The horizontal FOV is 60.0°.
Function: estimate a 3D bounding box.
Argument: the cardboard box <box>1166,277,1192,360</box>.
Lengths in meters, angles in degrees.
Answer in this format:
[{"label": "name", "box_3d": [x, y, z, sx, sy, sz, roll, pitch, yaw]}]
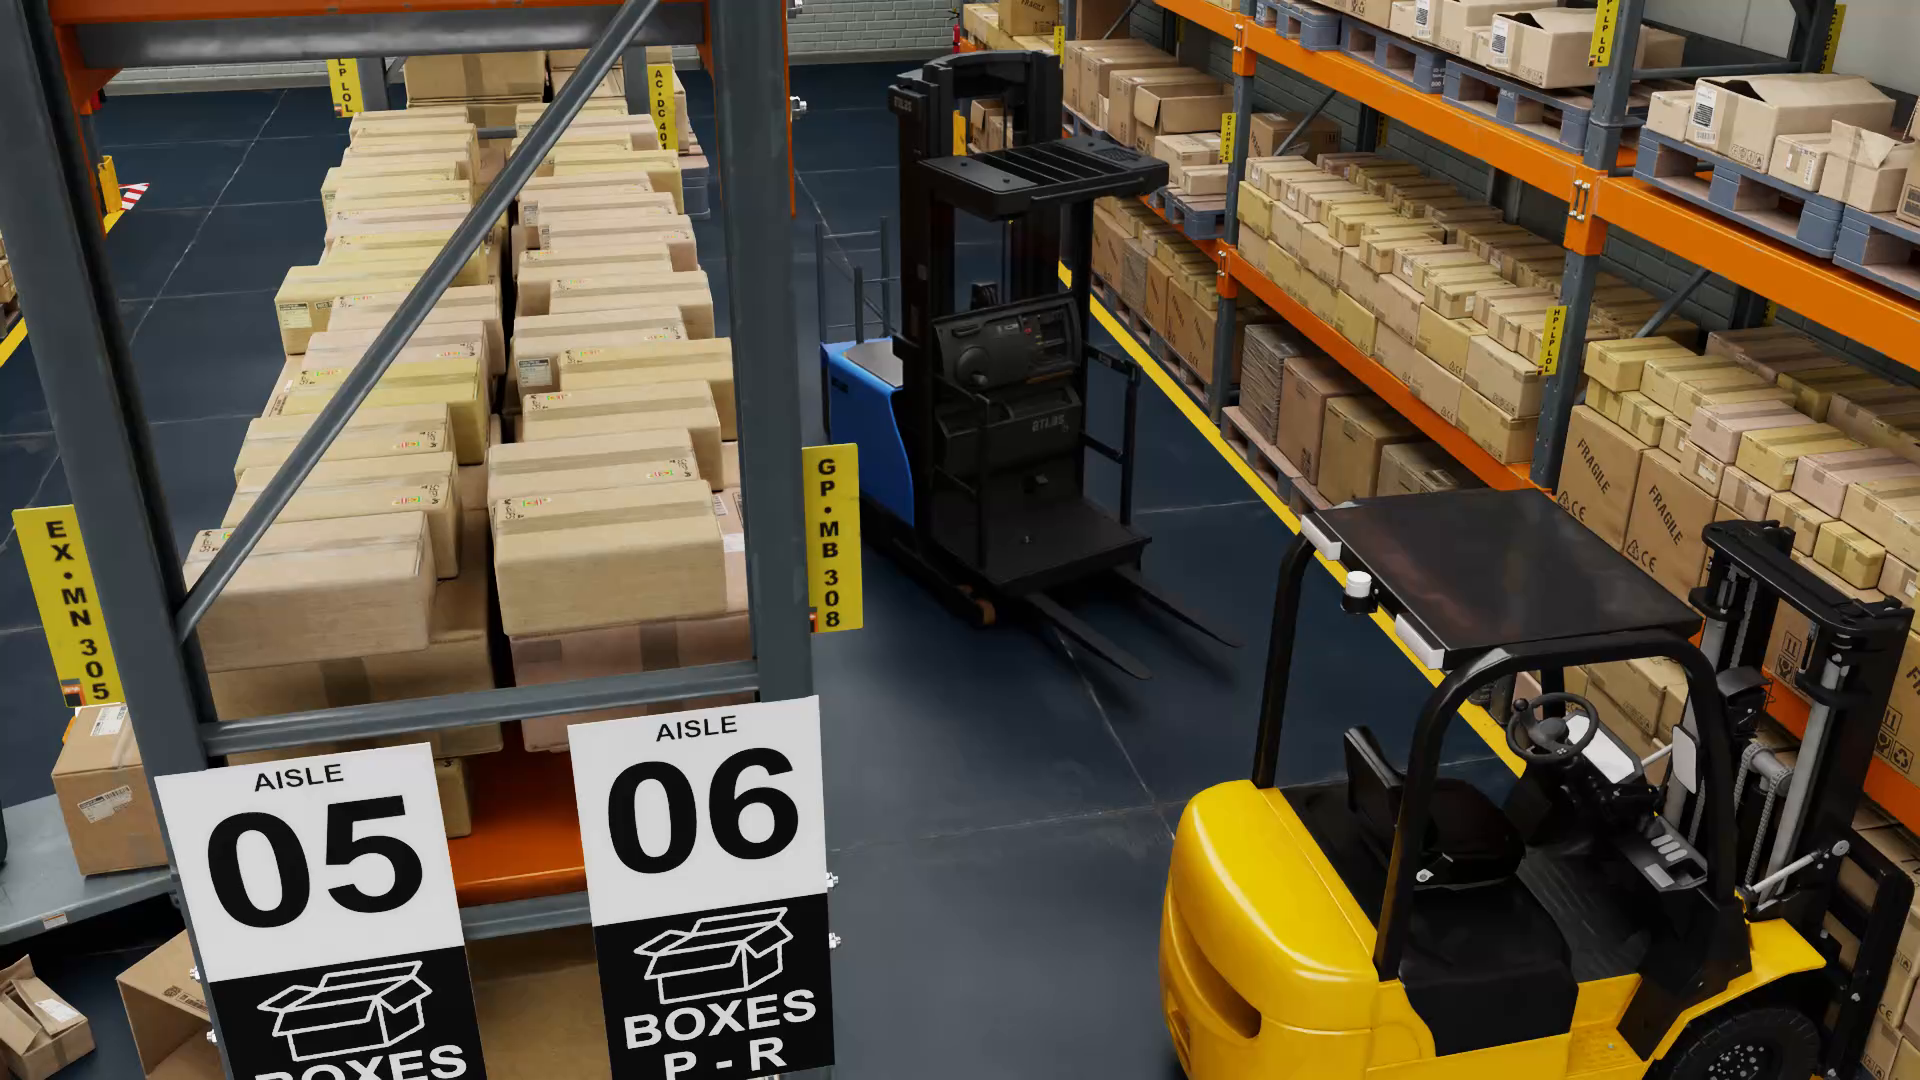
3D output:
[{"label": "cardboard box", "box_3d": [1.890, -1.688, 12.573, 0.500, 0.500, 0.500, -6, 27, -12]}]

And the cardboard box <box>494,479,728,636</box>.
[{"label": "cardboard box", "box_3d": [-0.617, 0.026, 2.934, 0.380, 0.149, 0.250, -6, 27, -12]}]

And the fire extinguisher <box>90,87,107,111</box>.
[{"label": "fire extinguisher", "box_3d": [-8.748, -4.647, 16.628, 0.296, 0.674, 0.183, -6, 27, -12]}]

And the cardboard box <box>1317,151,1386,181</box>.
[{"label": "cardboard box", "box_3d": [2.568, -2.444, 10.931, 0.380, 0.149, 0.250, -5, 27, -10]}]

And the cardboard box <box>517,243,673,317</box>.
[{"label": "cardboard box", "box_3d": [-0.929, -0.645, 4.263, 0.380, 0.149, 0.250, -5, 27, -11]}]

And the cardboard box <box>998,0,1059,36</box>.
[{"label": "cardboard box", "box_3d": [0.672, -5.259, 16.345, 0.500, 0.500, 0.500, -5, 27, -10]}]

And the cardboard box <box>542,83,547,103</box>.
[{"label": "cardboard box", "box_3d": [-2.019, -1.894, 7.045, 0.500, 0.250, 0.500, -6, 27, -11]}]

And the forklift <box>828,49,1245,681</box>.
[{"label": "forklift", "box_3d": [0.394, -1.061, 9.100, 1.130, 2.935, 3.031, -16, 31, -29]}]

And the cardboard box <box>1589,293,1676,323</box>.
[{"label": "cardboard box", "box_3d": [3.319, -1.109, 8.287, 0.380, 0.149, 0.250, -7, 28, -13]}]

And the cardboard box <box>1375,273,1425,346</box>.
[{"label": "cardboard box", "box_3d": [2.606, -1.272, 9.052, 0.500, 0.250, 0.500, -5, 27, -11]}]

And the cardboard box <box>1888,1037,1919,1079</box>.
[{"label": "cardboard box", "box_3d": [3.583, 1.927, 5.689, 0.500, 0.250, 0.500, -6, 27, -12]}]

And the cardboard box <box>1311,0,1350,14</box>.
[{"label": "cardboard box", "box_3d": [2.434, -3.293, 9.429, 0.700, 0.500, 0.500, -6, 27, -13]}]

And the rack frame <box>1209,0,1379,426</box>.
[{"label": "rack frame", "box_3d": [2.297, -2.232, 11.342, 1.000, 3.000, 0.127, -6, 27, -12]}]

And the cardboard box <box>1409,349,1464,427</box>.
[{"label": "cardboard box", "box_3d": [2.711, -0.823, 8.719, 0.500, 0.250, 0.500, -6, 27, -12]}]

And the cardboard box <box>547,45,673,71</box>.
[{"label": "cardboard box", "box_3d": [-1.500, -2.168, 7.032, 0.500, 0.250, 0.500, -7, 28, -13]}]

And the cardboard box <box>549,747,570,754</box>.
[{"label": "cardboard box", "box_3d": [-0.640, 0.274, 3.327, 0.380, 0.149, 0.250, -7, 28, -13]}]

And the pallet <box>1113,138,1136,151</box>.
[{"label": "pallet", "box_3d": [1.854, -2.999, 13.076, 1.003, 0.211, 1.213, -6, 27, -12]}]

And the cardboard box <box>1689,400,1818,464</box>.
[{"label": "cardboard box", "box_3d": [3.152, -0.432, 6.617, 0.380, 0.149, 0.250, -5, 27, -10]}]

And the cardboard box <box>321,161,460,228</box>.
[{"label": "cardboard box", "box_3d": [-1.713, -1.035, 5.037, 0.380, 0.149, 0.250, -6, 27, -12]}]

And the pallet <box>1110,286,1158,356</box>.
[{"label": "pallet", "box_3d": [1.894, -1.853, 13.687, 1.003, 0.211, 1.213, -6, 27, -12]}]

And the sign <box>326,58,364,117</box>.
[{"label": "sign", "box_3d": [-2.177, -1.658, 5.866, 0.100, 0.325, 0.005, -6, 27, -12]}]

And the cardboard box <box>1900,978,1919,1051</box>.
[{"label": "cardboard box", "box_3d": [3.583, 1.694, 5.595, 0.500, 0.250, 0.500, -6, 27, -12]}]

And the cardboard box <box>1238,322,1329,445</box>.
[{"label": "cardboard box", "box_3d": [2.424, -1.084, 11.238, 0.875, 0.625, 0.625, -5, 27, -10]}]

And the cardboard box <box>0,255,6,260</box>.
[{"label": "cardboard box", "box_3d": [-8.154, -2.276, 13.798, 0.380, 0.149, 0.250, -6, 27, -11]}]

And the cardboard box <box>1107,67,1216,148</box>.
[{"label": "cardboard box", "box_3d": [1.580, -3.413, 13.105, 0.700, 0.500, 0.500, -6, 27, -12]}]

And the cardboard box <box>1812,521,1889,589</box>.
[{"label": "cardboard box", "box_3d": [3.343, 0.038, 6.016, 0.380, 0.149, 0.250, -7, 28, -13]}]

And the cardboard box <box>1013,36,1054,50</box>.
[{"label": "cardboard box", "box_3d": [0.816, -4.691, 16.051, 0.500, 0.250, 0.500, -6, 27, -12]}]

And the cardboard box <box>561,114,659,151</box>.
[{"label": "cardboard box", "box_3d": [-1.219, -1.329, 5.620, 0.380, 0.149, 0.250, -7, 28, -13]}]

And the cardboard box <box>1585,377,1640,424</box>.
[{"label": "cardboard box", "box_3d": [3.014, -0.643, 7.364, 0.380, 0.149, 0.250, -6, 27, -12]}]

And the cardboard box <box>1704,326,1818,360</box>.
[{"label": "cardboard box", "box_3d": [3.565, -0.833, 7.411, 0.380, 0.149, 0.250, -6, 27, -11]}]

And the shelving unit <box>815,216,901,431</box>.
[{"label": "shelving unit", "box_3d": [-0.571, -1.269, 11.101, 0.538, 1.500, 1.048, -8, 28, -16]}]

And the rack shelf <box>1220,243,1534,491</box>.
[{"label": "rack shelf", "box_3d": [2.748, -1.032, 9.765, 1.077, 0.370, 4.000, -6, 27, -12]}]

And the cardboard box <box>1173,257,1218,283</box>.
[{"label": "cardboard box", "box_3d": [1.831, -2.021, 12.512, 0.380, 0.149, 0.250, -7, 28, -13]}]

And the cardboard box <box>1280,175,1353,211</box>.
[{"label": "cardboard box", "box_3d": [2.226, -2.169, 10.387, 0.380, 0.149, 0.250, -5, 27, -10]}]

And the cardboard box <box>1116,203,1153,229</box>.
[{"label": "cardboard box", "box_3d": [1.519, -2.707, 13.872, 0.380, 0.149, 0.250, -6, 27, -12]}]

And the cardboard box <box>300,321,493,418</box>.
[{"label": "cardboard box", "box_3d": [-1.250, -0.367, 3.714, 0.380, 0.149, 0.250, -6, 27, -12]}]

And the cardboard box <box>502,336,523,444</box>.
[{"label": "cardboard box", "box_3d": [-0.833, -0.313, 4.049, 0.500, 0.250, 0.500, -5, 27, -10]}]

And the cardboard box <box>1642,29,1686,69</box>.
[{"label": "cardboard box", "box_3d": [3.199, -2.327, 7.905, 0.380, 0.149, 0.250, -6, 27, -12]}]

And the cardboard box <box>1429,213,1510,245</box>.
[{"label": "cardboard box", "box_3d": [2.932, -1.772, 9.600, 0.380, 0.149, 0.250, -5, 27, -10]}]

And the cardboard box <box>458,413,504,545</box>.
[{"label": "cardboard box", "box_3d": [-1.212, -0.038, 3.505, 0.500, 0.250, 0.500, -6, 27, -12]}]

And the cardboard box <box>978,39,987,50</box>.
[{"label": "cardboard box", "box_3d": [0.403, -5.352, 17.804, 0.380, 0.149, 0.250, -5, 27, -10]}]

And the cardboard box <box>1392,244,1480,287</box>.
[{"label": "cardboard box", "box_3d": [2.588, -1.495, 9.053, 0.380, 0.149, 0.250, -6, 27, -11]}]

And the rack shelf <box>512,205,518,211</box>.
[{"label": "rack shelf", "box_3d": [-2.087, -1.866, 8.087, 1.077, 0.370, 4.000, -6, 27, -12]}]

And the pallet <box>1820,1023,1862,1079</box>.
[{"label": "pallet", "box_3d": [3.615, 1.659, 6.728, 1.003, 0.211, 1.213, -6, 27, -12]}]

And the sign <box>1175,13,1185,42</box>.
[{"label": "sign", "box_3d": [1.936, -4.562, 14.675, 0.100, 0.325, 0.005, -6, 27, -12]}]

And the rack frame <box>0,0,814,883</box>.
[{"label": "rack frame", "box_3d": [-0.735, -0.892, 2.031, 1.000, 3.000, 0.127, -6, 27, -12]}]

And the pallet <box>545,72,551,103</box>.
[{"label": "pallet", "box_3d": [-1.909, -1.962, 7.688, 1.213, 0.211, 1.003, -6, 27, -12]}]

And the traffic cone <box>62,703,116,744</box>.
[{"label": "traffic cone", "box_3d": [-4.320, 0.735, 8.281, 0.336, 0.463, 0.334, -6, 27, -12]}]
